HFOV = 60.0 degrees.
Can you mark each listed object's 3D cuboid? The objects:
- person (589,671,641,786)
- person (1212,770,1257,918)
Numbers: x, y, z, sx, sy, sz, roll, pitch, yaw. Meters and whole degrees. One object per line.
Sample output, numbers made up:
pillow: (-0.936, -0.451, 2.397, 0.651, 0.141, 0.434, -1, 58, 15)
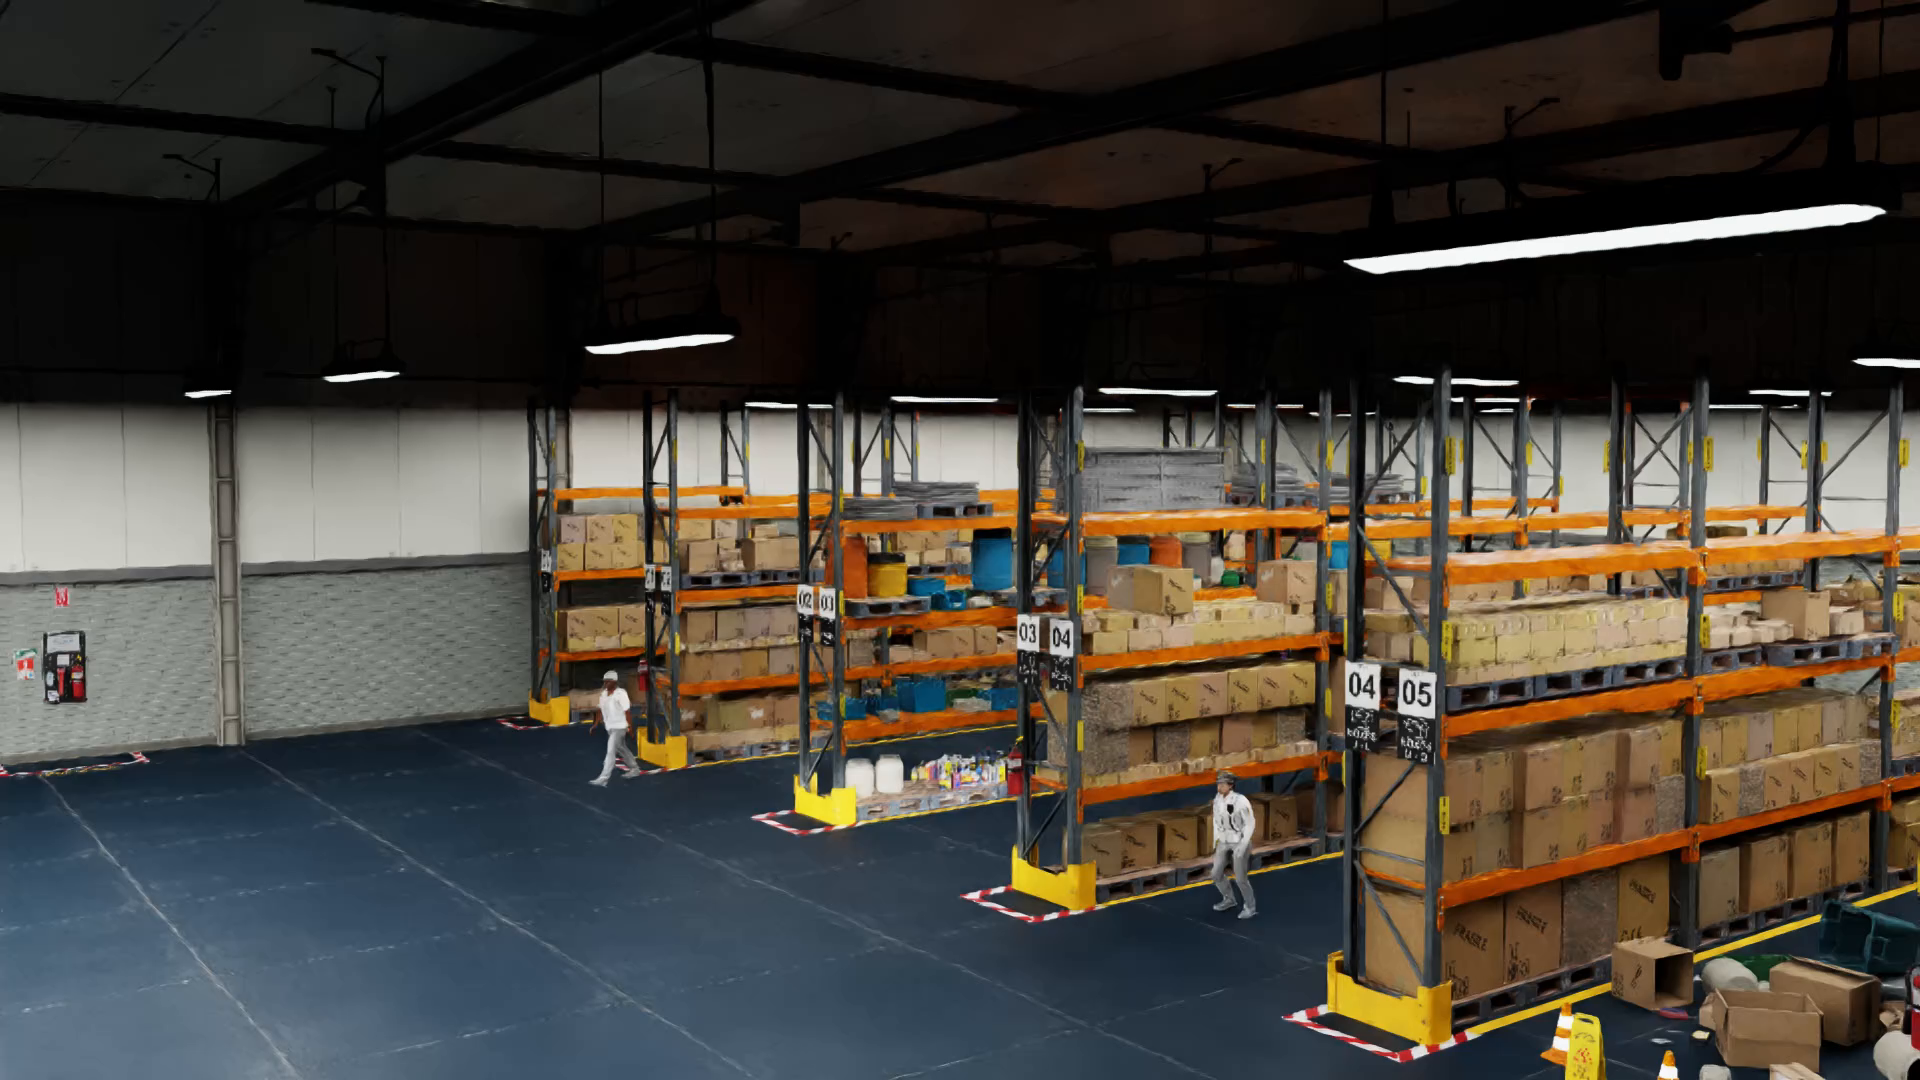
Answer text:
person: (-5.254, 2.817, 25.125, 1.033, 1.708, 0.571, -3, 5, -44)
person: (2.971, 3.286, 18.095, 0.512, 1.632, 0.639, -3, 4, -37)
